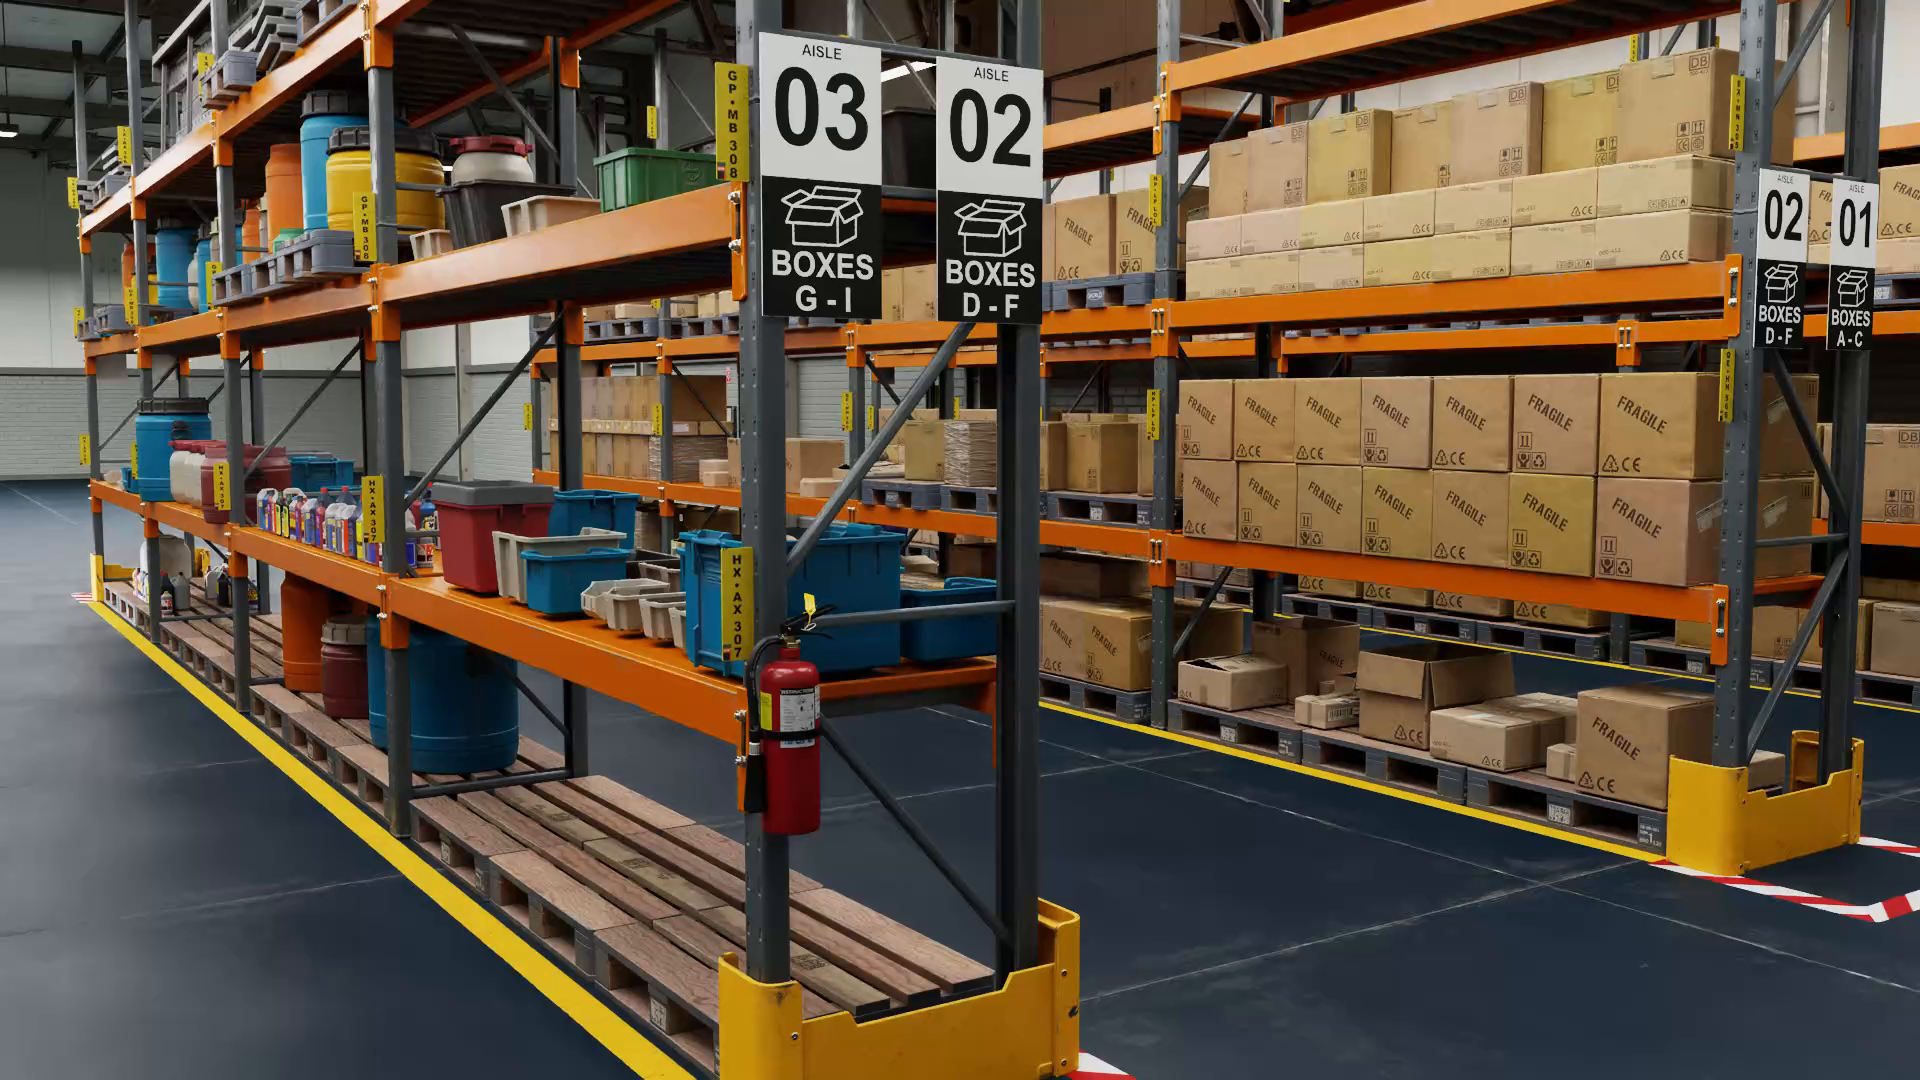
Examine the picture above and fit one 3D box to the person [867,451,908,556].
[{"bbox_3d":[-0.790,-0.136,17.791,0.562,1.647,0.427,-4,6,-37],"label":"person"}]
